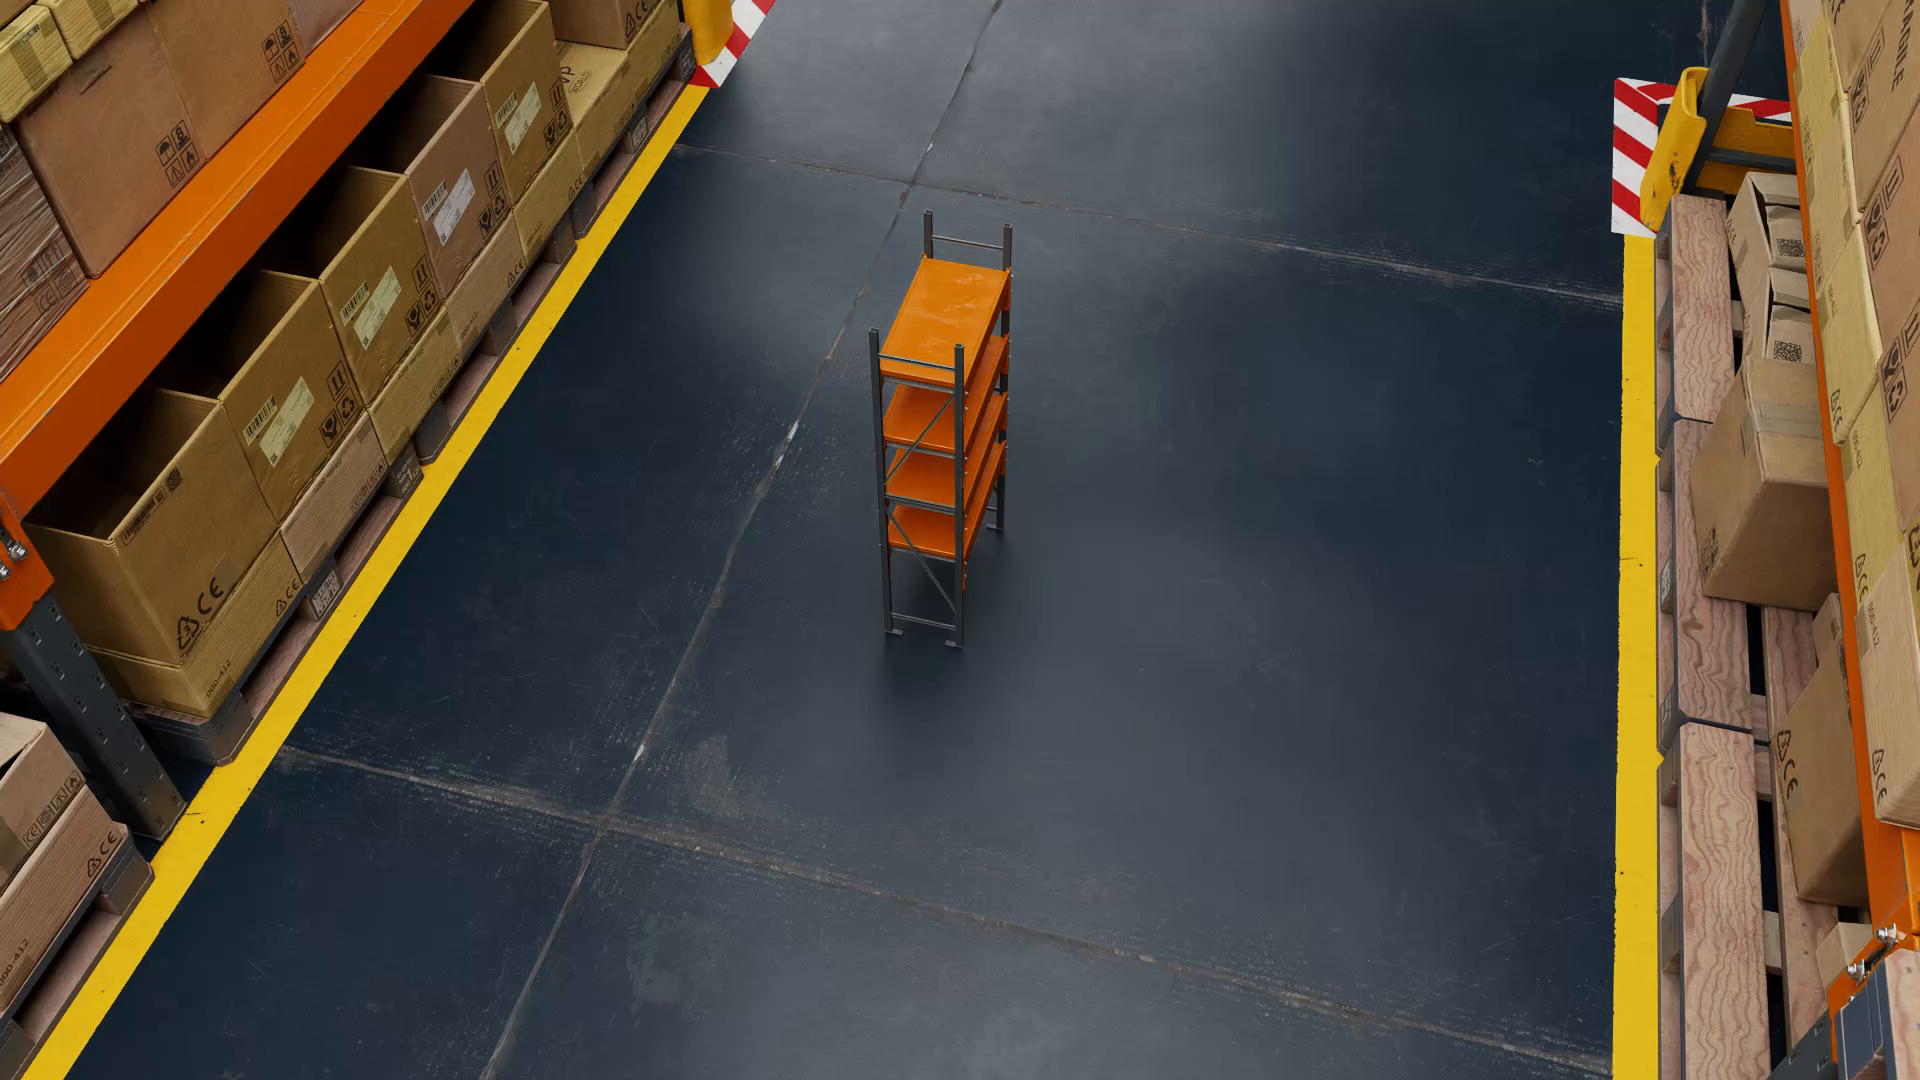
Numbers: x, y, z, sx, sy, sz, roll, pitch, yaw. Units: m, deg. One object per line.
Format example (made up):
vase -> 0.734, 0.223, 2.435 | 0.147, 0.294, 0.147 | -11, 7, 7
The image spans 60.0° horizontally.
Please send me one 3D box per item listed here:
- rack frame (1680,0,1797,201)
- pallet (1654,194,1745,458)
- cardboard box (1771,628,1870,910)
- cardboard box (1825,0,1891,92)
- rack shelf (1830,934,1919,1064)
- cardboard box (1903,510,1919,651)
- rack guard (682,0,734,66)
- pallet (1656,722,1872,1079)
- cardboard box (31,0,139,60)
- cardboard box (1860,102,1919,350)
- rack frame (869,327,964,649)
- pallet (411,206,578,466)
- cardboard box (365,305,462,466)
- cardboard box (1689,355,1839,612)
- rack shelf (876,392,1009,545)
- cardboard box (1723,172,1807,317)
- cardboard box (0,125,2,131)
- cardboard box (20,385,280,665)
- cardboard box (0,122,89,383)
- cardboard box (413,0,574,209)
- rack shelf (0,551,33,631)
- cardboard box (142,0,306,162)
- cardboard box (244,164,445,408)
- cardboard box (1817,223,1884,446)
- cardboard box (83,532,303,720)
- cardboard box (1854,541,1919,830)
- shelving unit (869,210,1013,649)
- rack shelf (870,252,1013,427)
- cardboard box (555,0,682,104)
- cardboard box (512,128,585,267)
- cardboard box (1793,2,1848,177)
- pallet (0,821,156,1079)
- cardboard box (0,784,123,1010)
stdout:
rack frame -> 3.202, -2.230, 5.217 | 1.000, 3.000, 0.127 | 12, 50, 10
pallet -> 2.934, -0.672, 5.702 | 1.003, 0.211, 1.213 | 12, 50, 10
cardboard box -> 2.383, 0.586, 4.106 | 0.500, 0.500, 0.500 | 8, 49, 7
cardboard box -> 2.504, -1.421, 4.090 | 0.500, 0.500, 0.500 | 10, 49, 9
rack shelf -> 1.622, 2.348, 1.657 | 1.077, 0.370, 4.000 | 12, 50, 10
cardboard box -> 1.975, 0.055, 2.787 | 0.500, 0.500, 0.500 | 11, 50, 10
rack guard -> -1.572, -2.395, 7.030 | 1.175, 0.500, 0.348 | 12, 50, 10
pallet -> 2.291, 1.093, 4.144 | 1.003, 0.211, 1.213 | 12, 50, 10
cardboard box -> -2.174, -1.274, 3.874 | 0.380, 0.149, 0.250 | 11, 50, 10
cardboard box -> 2.244, -0.669, 3.426 | 0.500, 0.500, 0.500 | 10, 49, 9
rack frame -> -0.108, -0.101, 4.539 | 0.240, 1.200, 0.015 | 12, 50, 10
pallet -> -2.062, -0.841, 5.851 | 1.003, 0.211, 1.213 | 12, 50, 10
cardboard box -> -1.944, -0.537, 5.278 | 0.500, 0.250, 0.500 | 12, 50, 10
cardboard box -> 2.541, -0.132, 4.740 | 0.700, 0.500, 0.500 | 9, 49, 8
rack shelf -> -0.044, -0.233, 4.745 | 0.258, 0.148, 0.480 | 12, 50, 10
cardboard box -> 2.933, -1.003, 5.635 | 0.500, 0.311, 0.500 | 7, 49, 6
cardboard box -> -2.308, -0.897, 3.542 | 0.380, 0.149, 0.250 | 12, 50, 11
cardboard box -> -2.207, -0.062, 4.358 | 0.500, 0.500, 0.500 | 12, 50, 10
cardboard box -> -2.521, -0.667, 3.771 | 0.700, 0.500, 0.500 | 10, 49, 9
cardboard box -> -1.682, -1.509, 5.635 | 0.500, 0.500, 0.500 | 12, 50, 10
rack shelf -> -3.158, 1.373, 2.517 | 1.077, 0.370, 4.000 | 12, 50, 10
cardboard box -> -2.252, -1.412, 4.429 | 0.700, 0.500, 0.500 | 12, 50, 11
cardboard box -> -1.944, -0.786, 4.996 | 0.500, 0.500, 0.500 | 12, 50, 10
cardboard box -> 2.238, -0.422, 3.708 | 0.500, 0.250, 0.500 | 11, 50, 10
cardboard box -> -2.217, 0.184, 4.641 | 0.500, 0.250, 0.500 | 12, 50, 10
cardboard box -> 1.981, 0.304, 3.068 | 0.500, 0.250, 0.500 | 12, 50, 10
shelving unit -> -0.044, -0.277, 4.694 | 0.258, 1.200, 0.503 | 12, 50, 10
rack shelf -> -0.044, -0.537, 4.400 | 0.258, 0.148, 0.480 | 12, 50, 10
cardboard box -> -1.435, -1.988, 6.557 | 0.500, 0.250, 0.500 | 12, 50, 10
cardboard box -> -1.684, -1.262, 5.917 | 0.500, 0.250, 0.500 | 12, 50, 10
cardboard box -> 2.504, -1.151, 4.352 | 0.500, 0.250, 0.500 | 11, 49, 9
pallet -> -2.788, 1.152, 4.093 | 1.003, 0.211, 1.213 | 12, 50, 10
cardboard box -> -2.461, 0.817, 4.082 | 0.500, 0.250, 0.500 | 11, 50, 10
